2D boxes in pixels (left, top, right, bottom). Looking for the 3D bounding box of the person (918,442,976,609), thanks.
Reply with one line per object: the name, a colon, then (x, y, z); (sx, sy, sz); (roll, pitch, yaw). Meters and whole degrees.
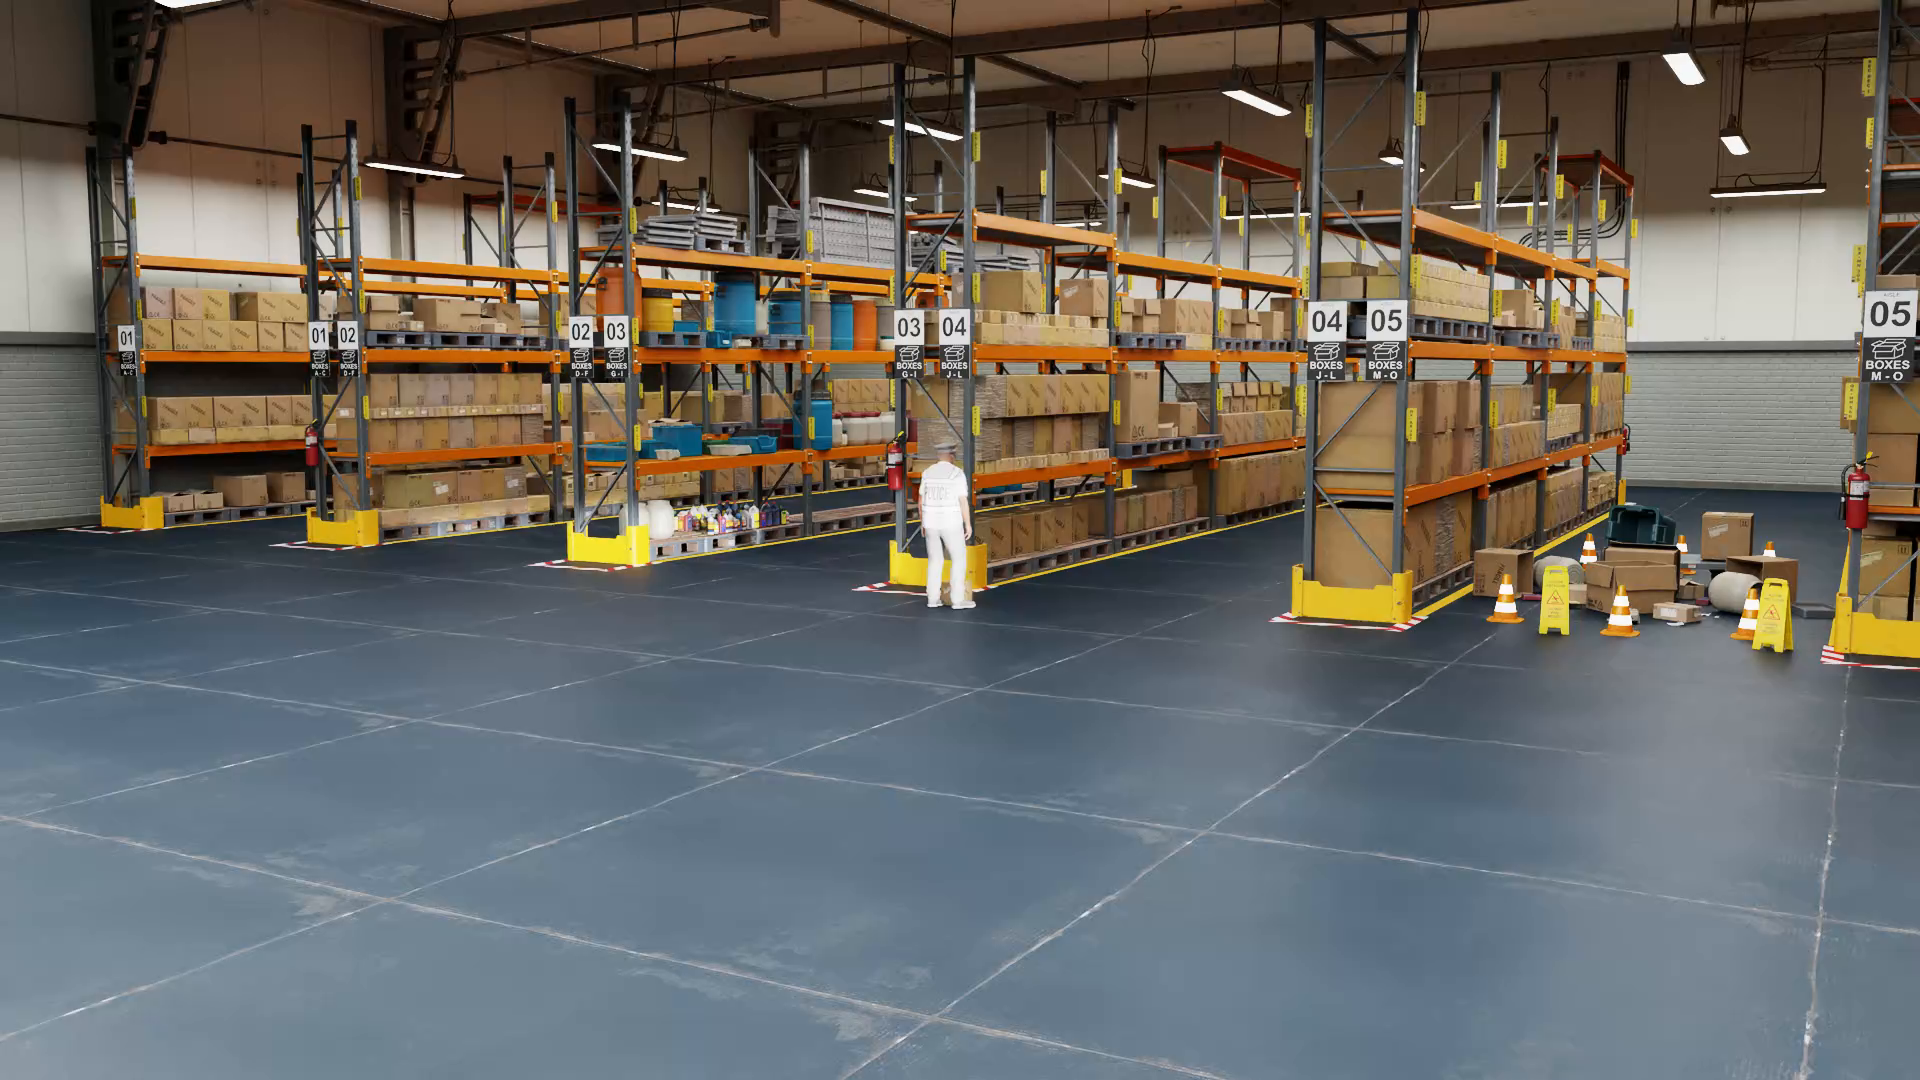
person: (-0.164, -0.154, 17.583); (0.590, 1.748, 0.435); (3, 7, 28)
